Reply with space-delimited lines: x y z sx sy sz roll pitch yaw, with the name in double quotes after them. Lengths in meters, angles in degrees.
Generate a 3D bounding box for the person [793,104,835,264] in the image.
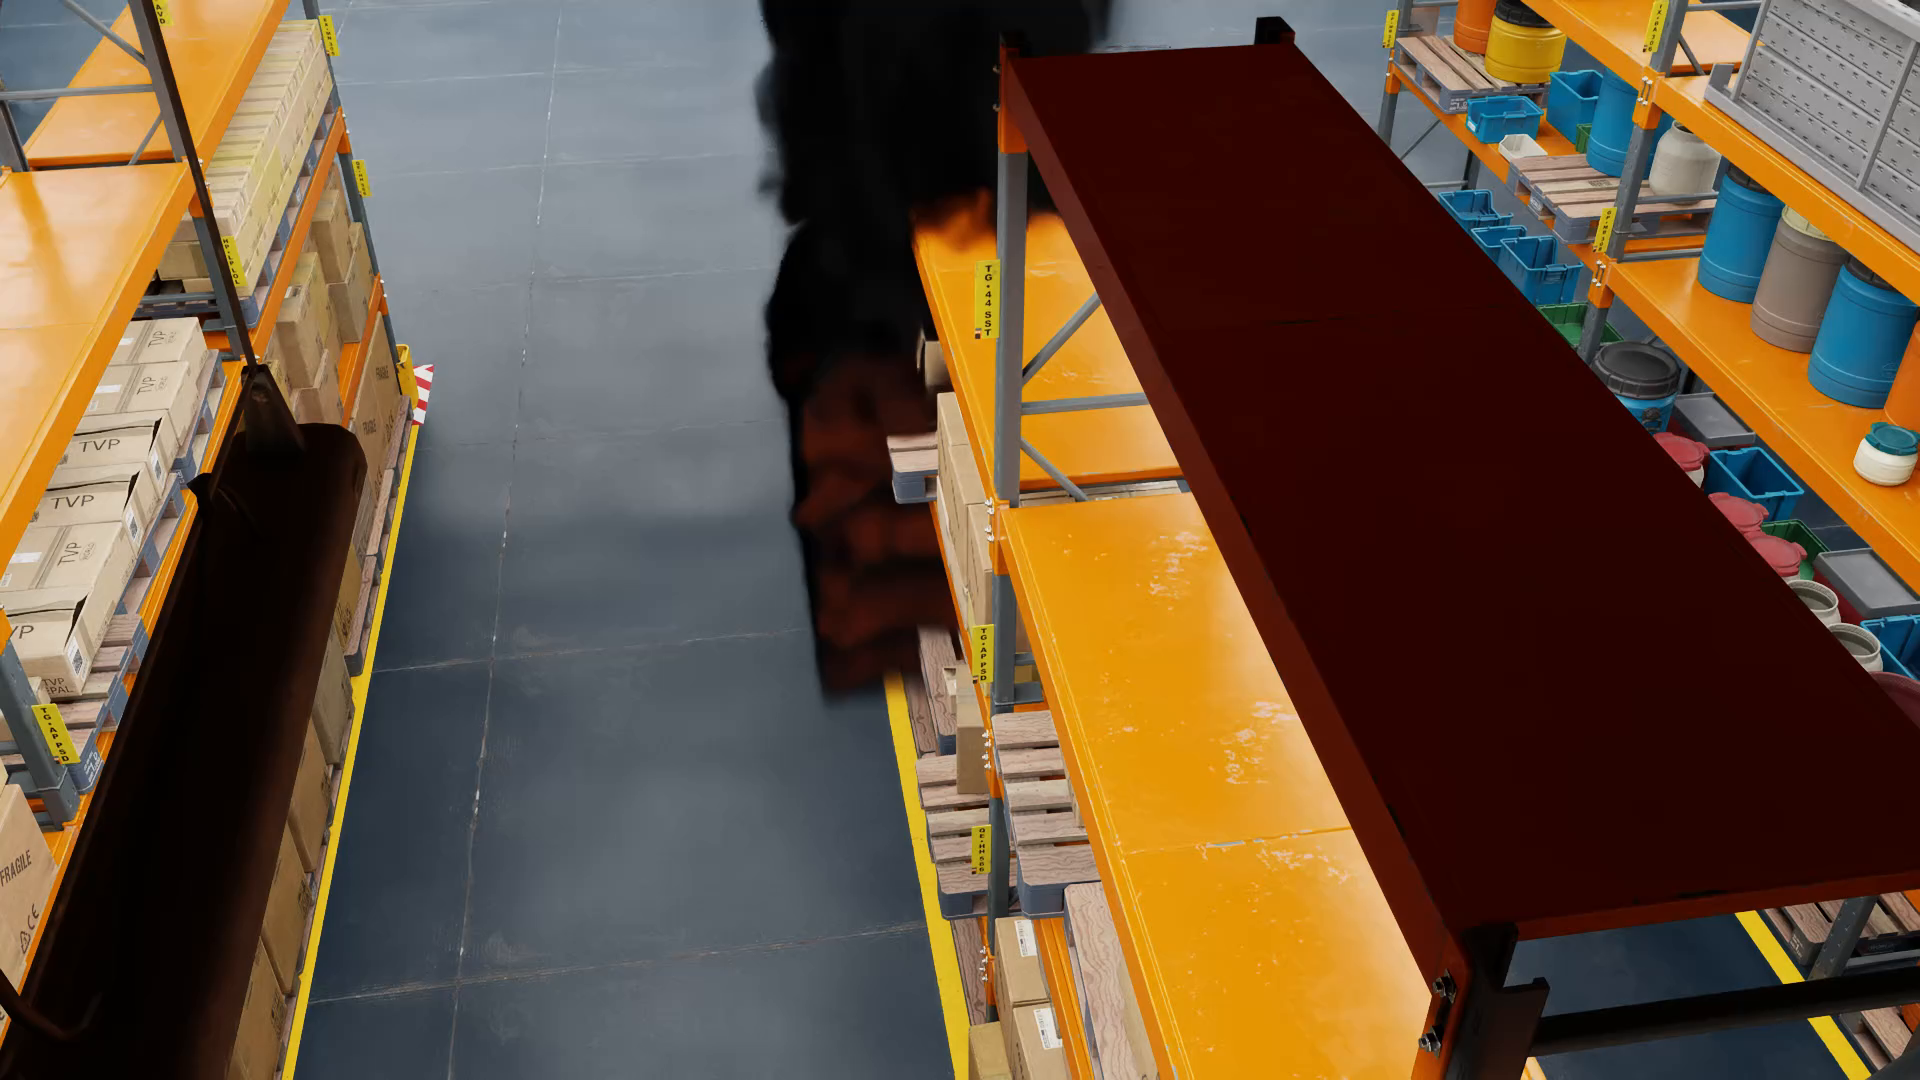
-1.338 -3.479 16.715 0.835 1.790 0.699 23 42 28 "person"

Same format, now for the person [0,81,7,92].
-12.218 -6.292 20.527 0.825 1.842 0.668 19 40 24 "person"

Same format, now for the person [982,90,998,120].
0.498 -4.431 18.010 0.781 1.856 0.637 11 38 15 "person"
